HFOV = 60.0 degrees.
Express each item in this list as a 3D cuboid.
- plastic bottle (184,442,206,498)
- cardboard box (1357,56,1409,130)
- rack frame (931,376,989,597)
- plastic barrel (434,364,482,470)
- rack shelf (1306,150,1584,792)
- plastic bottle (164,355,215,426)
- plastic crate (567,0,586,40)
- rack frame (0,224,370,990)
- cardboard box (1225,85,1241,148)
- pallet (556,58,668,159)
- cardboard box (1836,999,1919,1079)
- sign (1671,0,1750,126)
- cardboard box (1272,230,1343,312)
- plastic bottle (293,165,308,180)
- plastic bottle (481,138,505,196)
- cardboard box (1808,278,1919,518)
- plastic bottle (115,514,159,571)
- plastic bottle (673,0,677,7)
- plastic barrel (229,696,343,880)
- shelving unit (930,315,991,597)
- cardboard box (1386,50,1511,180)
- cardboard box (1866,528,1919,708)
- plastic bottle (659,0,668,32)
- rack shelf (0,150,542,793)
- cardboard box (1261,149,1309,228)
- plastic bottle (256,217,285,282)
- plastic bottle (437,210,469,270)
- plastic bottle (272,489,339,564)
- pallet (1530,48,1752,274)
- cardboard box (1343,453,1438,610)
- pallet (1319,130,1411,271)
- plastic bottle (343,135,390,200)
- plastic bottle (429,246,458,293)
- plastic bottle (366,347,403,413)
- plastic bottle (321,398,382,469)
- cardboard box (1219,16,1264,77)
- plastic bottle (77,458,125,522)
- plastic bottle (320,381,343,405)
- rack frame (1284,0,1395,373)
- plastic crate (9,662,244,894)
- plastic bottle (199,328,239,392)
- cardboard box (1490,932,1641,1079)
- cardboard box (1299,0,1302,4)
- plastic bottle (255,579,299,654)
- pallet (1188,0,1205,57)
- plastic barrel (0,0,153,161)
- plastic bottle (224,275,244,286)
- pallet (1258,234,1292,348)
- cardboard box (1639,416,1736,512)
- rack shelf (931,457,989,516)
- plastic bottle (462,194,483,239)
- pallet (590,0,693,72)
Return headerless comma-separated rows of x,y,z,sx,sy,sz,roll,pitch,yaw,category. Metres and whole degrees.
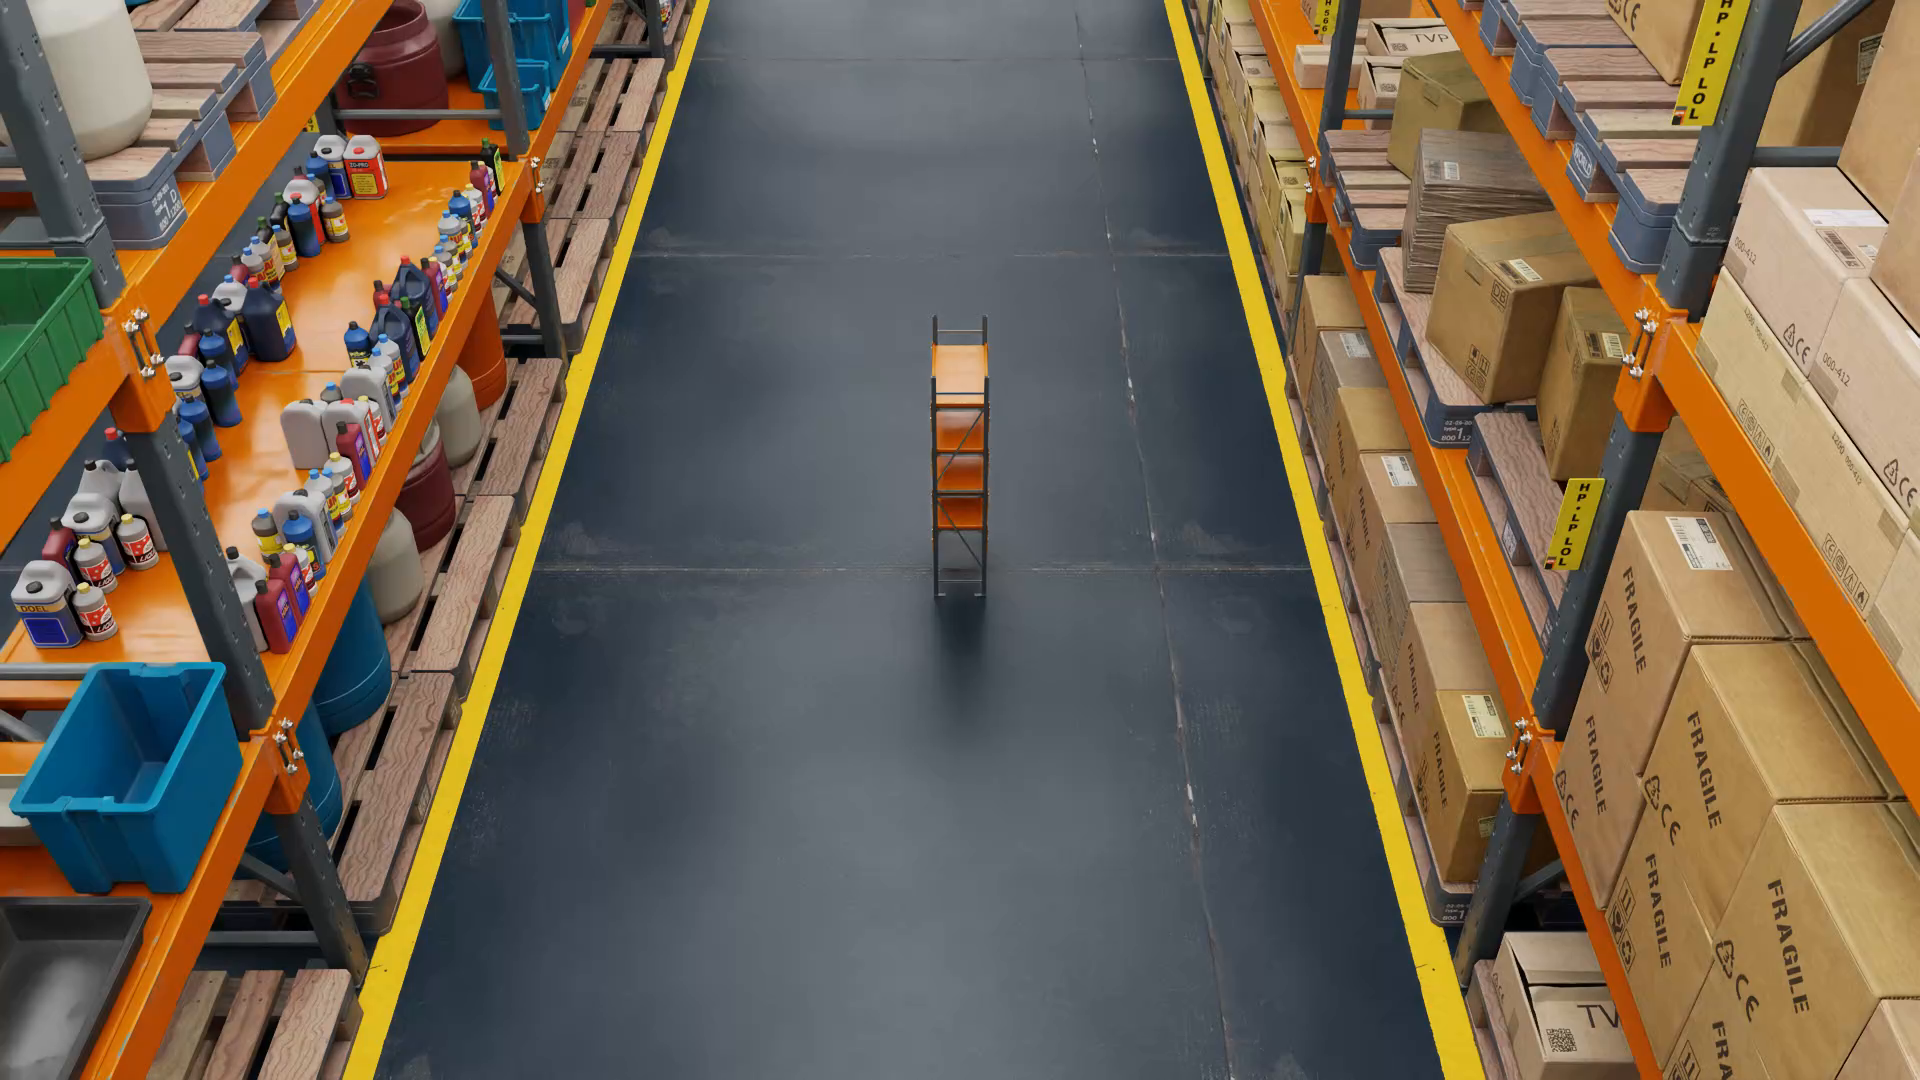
-2.839,-0.263,5.964,0.144,0.351,0.185,0,39,0,plastic bottle
2.337,-2.287,8.522,0.500,0.311,0.500,2,39,3,cardboard box
0.000,-0.212,7.301,0.240,1.200,0.015,0,39,0,rack frame
-2.552,-0.627,8.033,0.421,0.512,0.421,0,39,0,plastic barrel
2.297,-0.563,6.875,1.077,0.370,4.000,0,39,0,rack shelf
-2.980,-0.563,6.398,0.152,0.276,0.135,0,39,0,plastic bottle
-2.355,-3.129,9.450,0.402,0.464,0.583,0,39,0,plastic crate
-2.655,0.408,5.087,1.000,3.000,0.127,0,39,0,rack frame
2.045,-2.791,10.942,0.500,0.250,0.500,-1,39,-1,cardboard box
-2.624,-3.015,11.589,1.003,0.211,1.213,0,39,0,pallet
2.021,1.240,3.170,0.500,0.500,0.500,1,39,1,cardboard box
1.744,-1.116,3.863,0.100,0.325,0.005,0,39,0,sign
2.050,-1.514,9.349,0.500,0.250,0.500,1,39,1,cardboard box
-3.027,-1.571,7.651,0.061,0.283,0.133,0,39,0,plastic bottle
-2.232,-1.795,7.930,0.061,0.283,0.133,0,39,0,plastic bottle
2.053,-0.283,3.272,0.500,0.250,0.500,0,39,0,cardboard box
-2.854,-0.001,5.756,0.097,0.201,0.097,0,39,0,plastic bottle
-2.250,-4.238,12.651,0.144,0.351,0.185,1,39,1,plastic bottle
-2.638,0.723,6.037,0.600,0.901,0.708,0,39,0,plastic barrel
0.000,-0.365,7.491,0.258,1.200,0.503,0,39,0,shelving unit
2.408,-1.904,7.556,0.700,0.500,0.500,-12,40,-15,cardboard box
2.048,0.225,3.038,0.500,0.250,0.500,0,39,0,cardboard box
-2.226,-3.901,12.295,0.097,0.271,0.097,0,39,0,plastic bottle
-2.657,-0.562,6.873,1.077,0.370,4.000,0,39,0,rack shelf
2.040,-2.056,9.578,0.500,0.311,0.500,-1,39,-1,cardboard box
-3.027,-1.259,7.262,0.061,0.283,0.133,0,39,0,plastic bottle
-2.249,-1.330,7.360,0.097,0.271,0.097,0,39,0,plastic bottle
-2.275,-0.062,5.773,0.152,0.276,0.135,0,39,0,plastic bottle
2.368,-1.098,4.719,1.213,0.211,1.003,0,39,0,pallet
2.017,-0.038,7.292,0.500,0.500,0.500,-1,39,-2,cardboard box
2.365,-1.596,7.741,1.213,0.211,1.003,0,39,0,pallet
-2.830,-1.774,7.910,0.152,0.276,0.135,0,39,0,plastic bottle
-2.249,-1.181,7.230,0.097,0.201,0.097,0,39,0,plastic bottle
-2.248,-0.628,6.483,0.097,0.271,0.097,0,39,0,plastic bottle
-2.275,-0.412,6.210,0.152,0.276,0.135,0,39,0,plastic bottle
2.036,-3.334,11.171,0.500,0.311,0.500,0,39,-1,cardboard box
-2.983,-0.147,5.820,0.144,0.351,0.185,0,39,0,plastic bottle
-2.400,-0.516,6.400,0.097,0.201,0.097,0,39,0,plastic bottle
2.294,-2.094,8.210,1.000,3.000,0.127,0,39,0,rack frame
-2.313,0.683,4.710,0.392,0.384,0.575,0,39,0,plastic crate
-2.946,-0.717,6.594,0.097,0.271,0.097,0,39,0,plastic bottle
2.083,1.547,5.464,0.500,0.311,0.500,0,39,0,cardboard box
2.275,-3.512,9.899,0.500,0.500,0.500,0,39,0,cardboard box
-2.228,0.224,5.410,0.061,0.283,0.133,0,39,0,plastic bottle
2.331,-4.005,12.824,1.003,0.211,1.213,0,39,0,pallet
-2.404,-1.308,4.387,0.433,0.535,0.433,0,39,0,plastic barrel
-3.008,-0.977,6.919,0.097,0.271,0.097,0,39,0,plastic bottle
2.332,-1.521,9.725,1.003,0.211,1.213,0,39,0,pallet
2.522,-0.092,5.296,0.700,0.500,0.500,-13,40,-15,cardboard box
0.000,-0.312,7.533,0.258,0.148,0.480,0,39,0,rack shelf
-2.250,-1.486,7.610,0.097,0.201,0.097,0,39,0,plastic bottle
-2.623,-3.926,12.726,1.003,0.211,1.213,0,39,0,pallet
